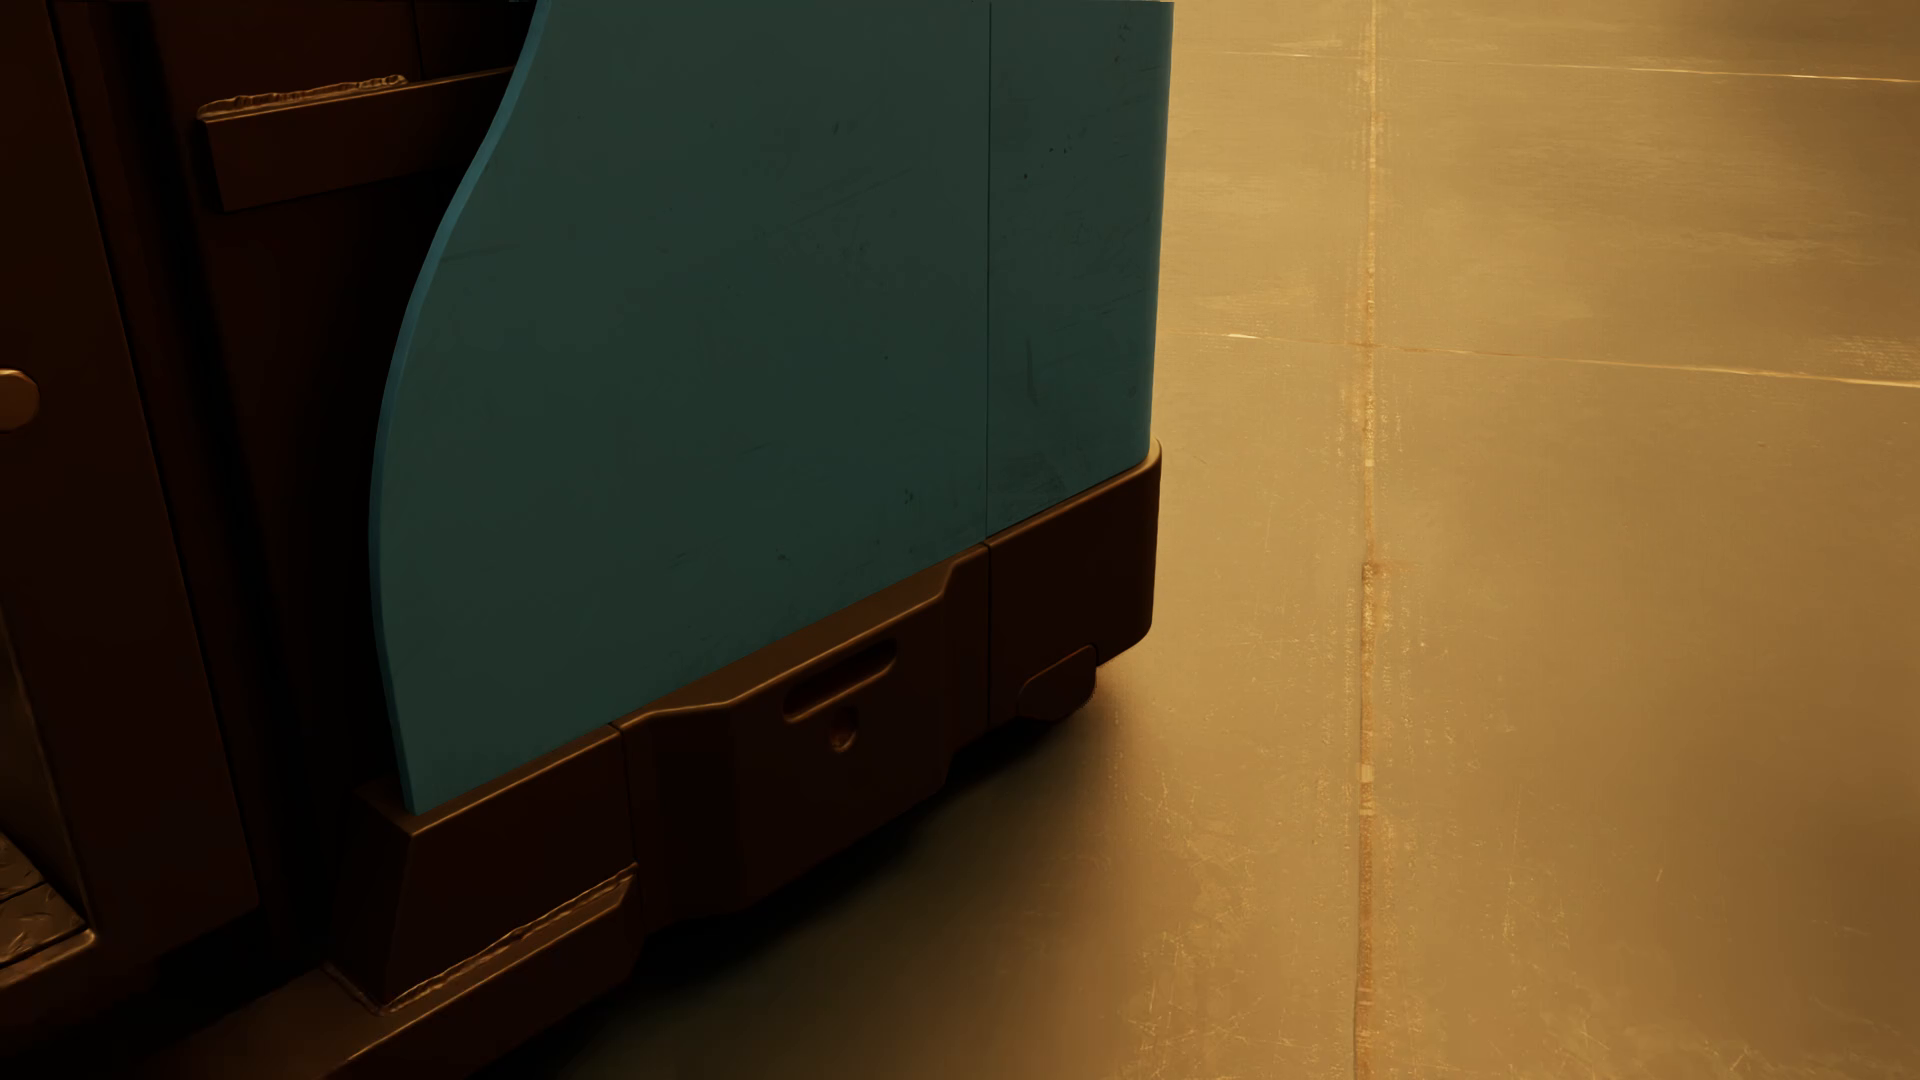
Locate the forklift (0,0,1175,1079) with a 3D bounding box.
[{"bbox_3d":[-1.128,-0.812,0.855,1.130,2.935,3.031,23,35,38],"label":"forklift"}]
